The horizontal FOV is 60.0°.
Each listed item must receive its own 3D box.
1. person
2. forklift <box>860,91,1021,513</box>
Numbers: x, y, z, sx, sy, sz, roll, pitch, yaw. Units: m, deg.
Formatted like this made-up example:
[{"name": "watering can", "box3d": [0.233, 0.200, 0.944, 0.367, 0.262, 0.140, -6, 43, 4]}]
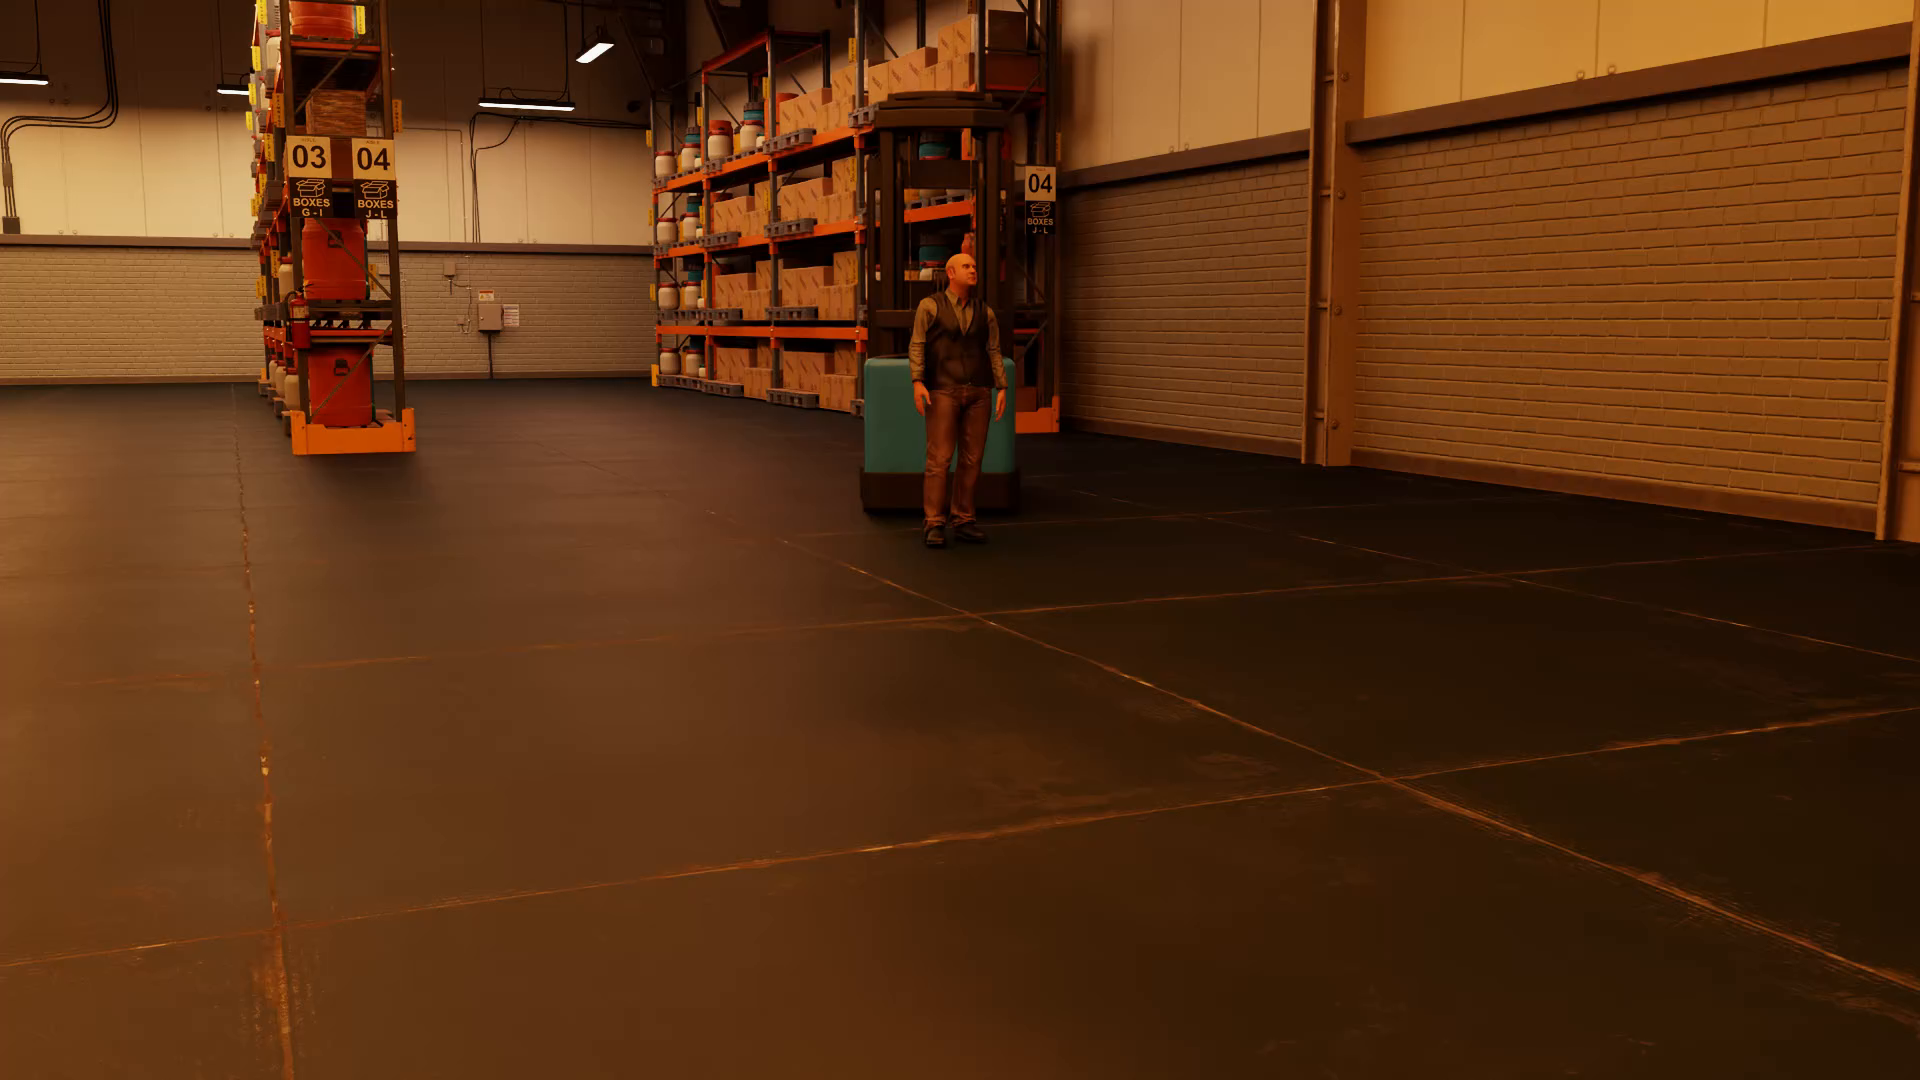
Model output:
[{"name": "person", "box3d": [0.017, -0.853, 9.981, 0.632, 1.720, 0.568, -3, 8, -23]}, {"name": "forklift", "box3d": [-0.144, -1.793, 12.543, 1.130, 2.935, 3.031, 0, 8, 0]}]
